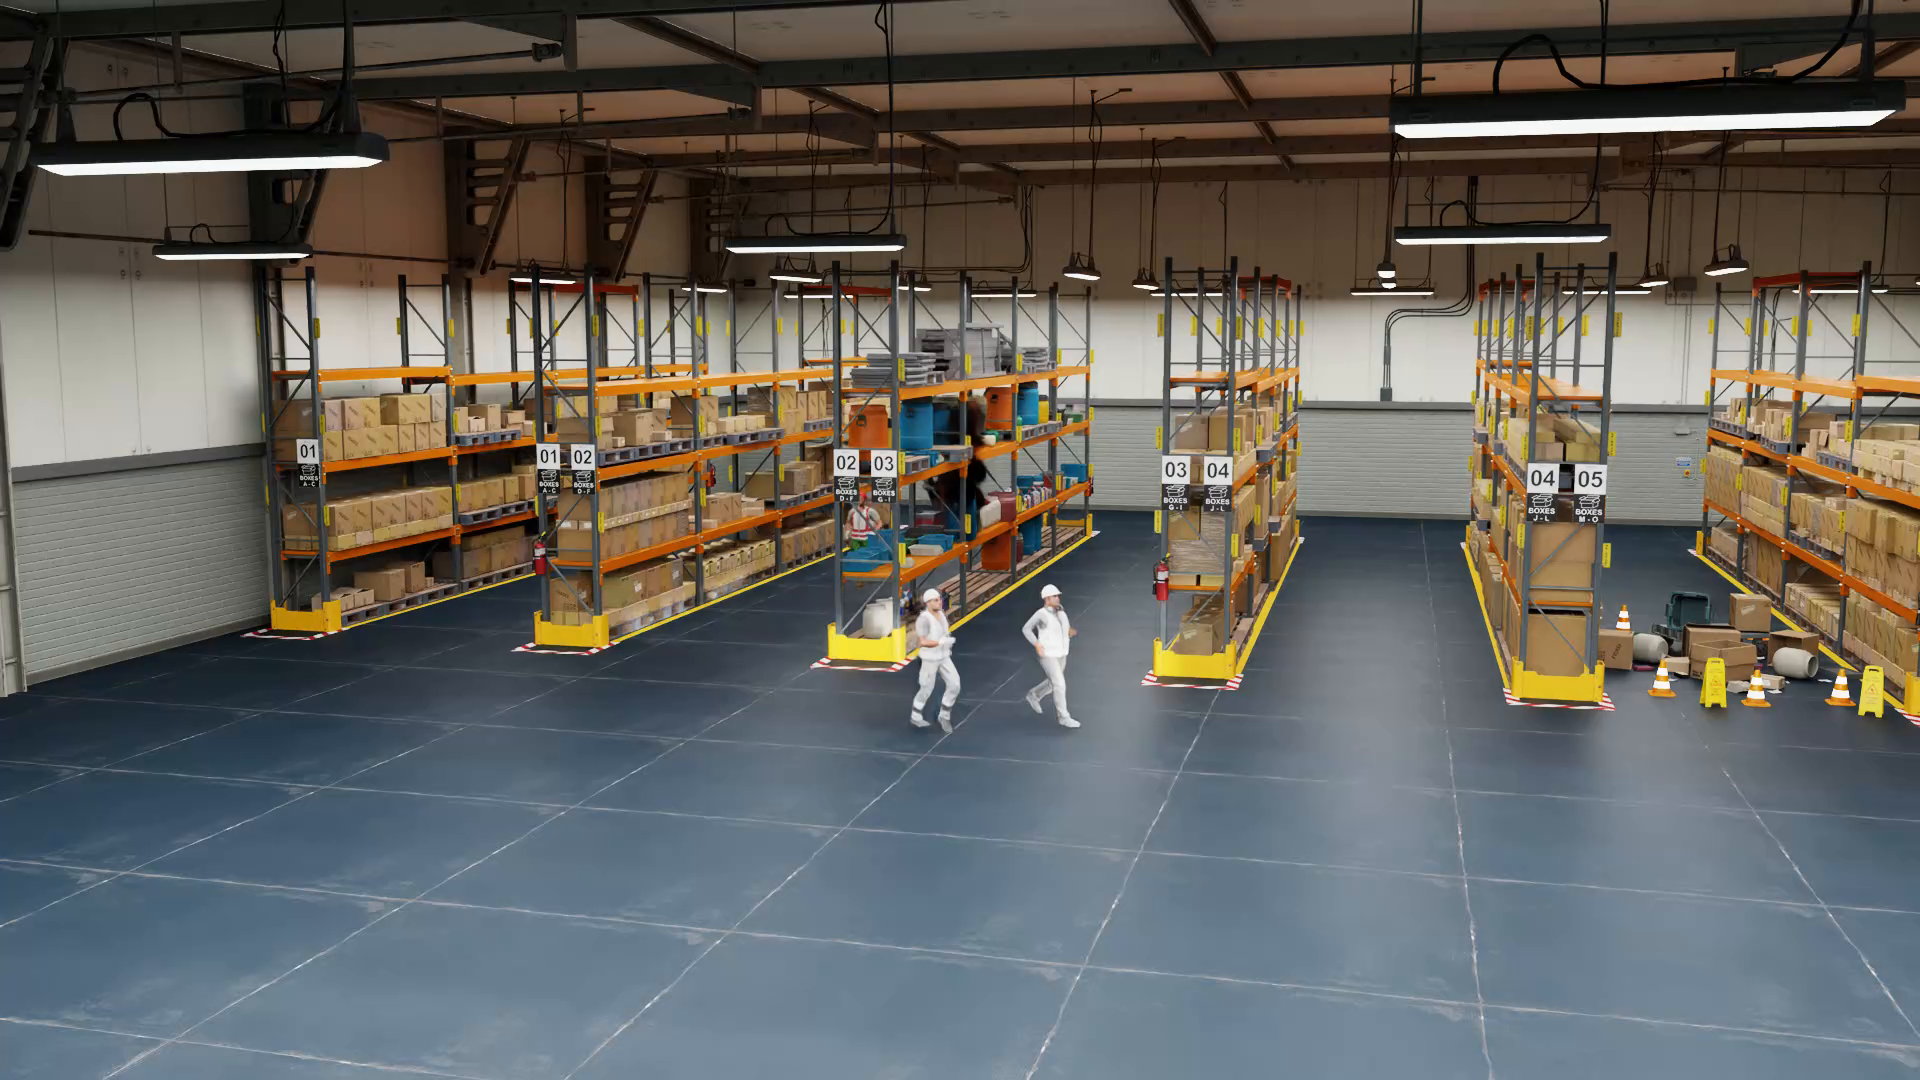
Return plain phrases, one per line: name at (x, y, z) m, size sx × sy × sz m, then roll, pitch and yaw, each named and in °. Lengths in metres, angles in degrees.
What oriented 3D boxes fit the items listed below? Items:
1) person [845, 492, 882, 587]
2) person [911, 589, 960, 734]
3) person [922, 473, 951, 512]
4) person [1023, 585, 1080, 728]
person at (-1.782, -0.014, 30.436) m, size 0.702 × 1.755 × 0.566 m, roll 2°, pitch 8°, yaw 17°
person at (-0.296, 1.511, 20.615) m, size 0.743 × 1.824 × 0.640 m, roll 7°, pitch 10°, yaw 43°
person at (-0.581, -1.029, 40.964) m, size 0.679 × 1.723 × 0.901 m, roll 1°, pitch 7°, yaw 6°
person at (1.166, 1.439, 21.065) m, size 0.969 × 1.749 × 0.659 m, roll 6°, pitch 10°, yaw 41°
